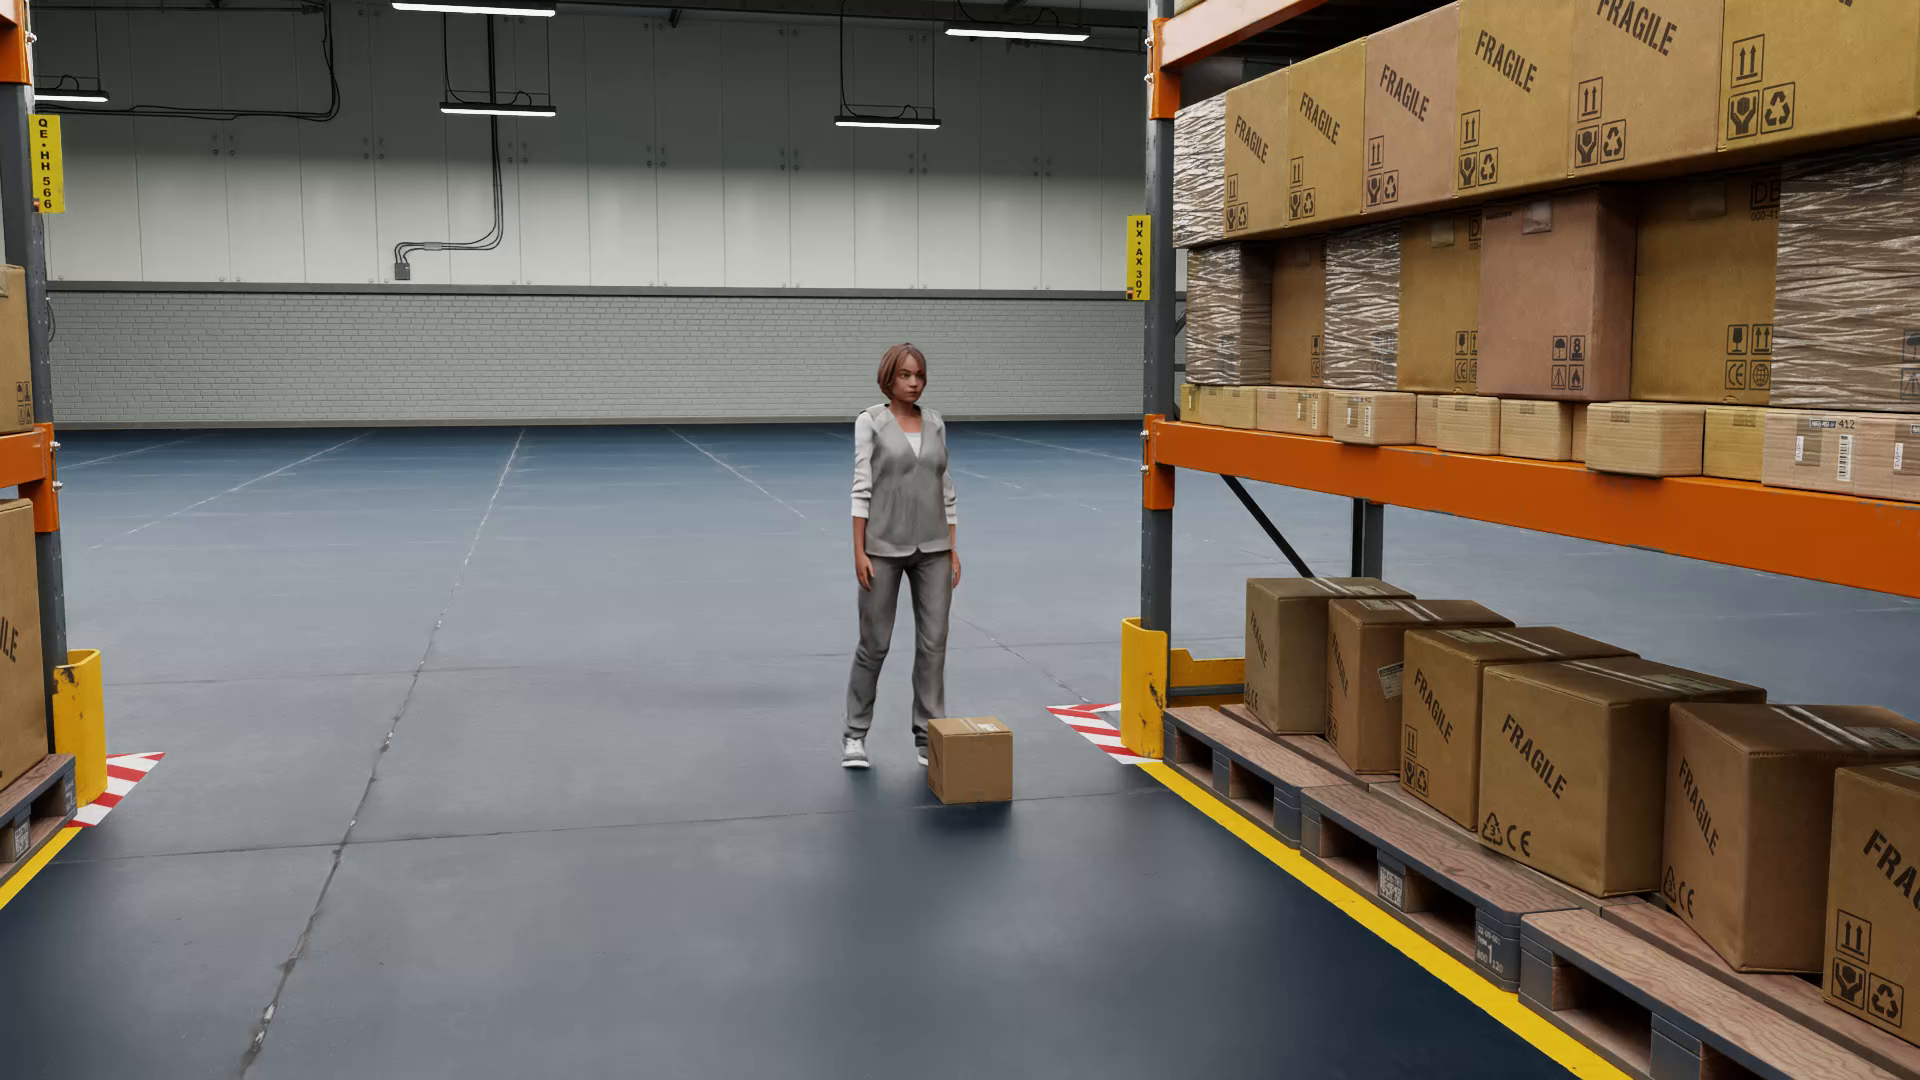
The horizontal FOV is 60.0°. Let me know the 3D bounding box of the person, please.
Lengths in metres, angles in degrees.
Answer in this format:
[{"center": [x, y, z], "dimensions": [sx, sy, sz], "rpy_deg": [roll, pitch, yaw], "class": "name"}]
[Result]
[{"center": [-0.208, 0.074, 6.252], "dimensions": [0.451, 1.624, 0.509], "rpy_deg": [-3, 7, -22], "class": "person"}]
